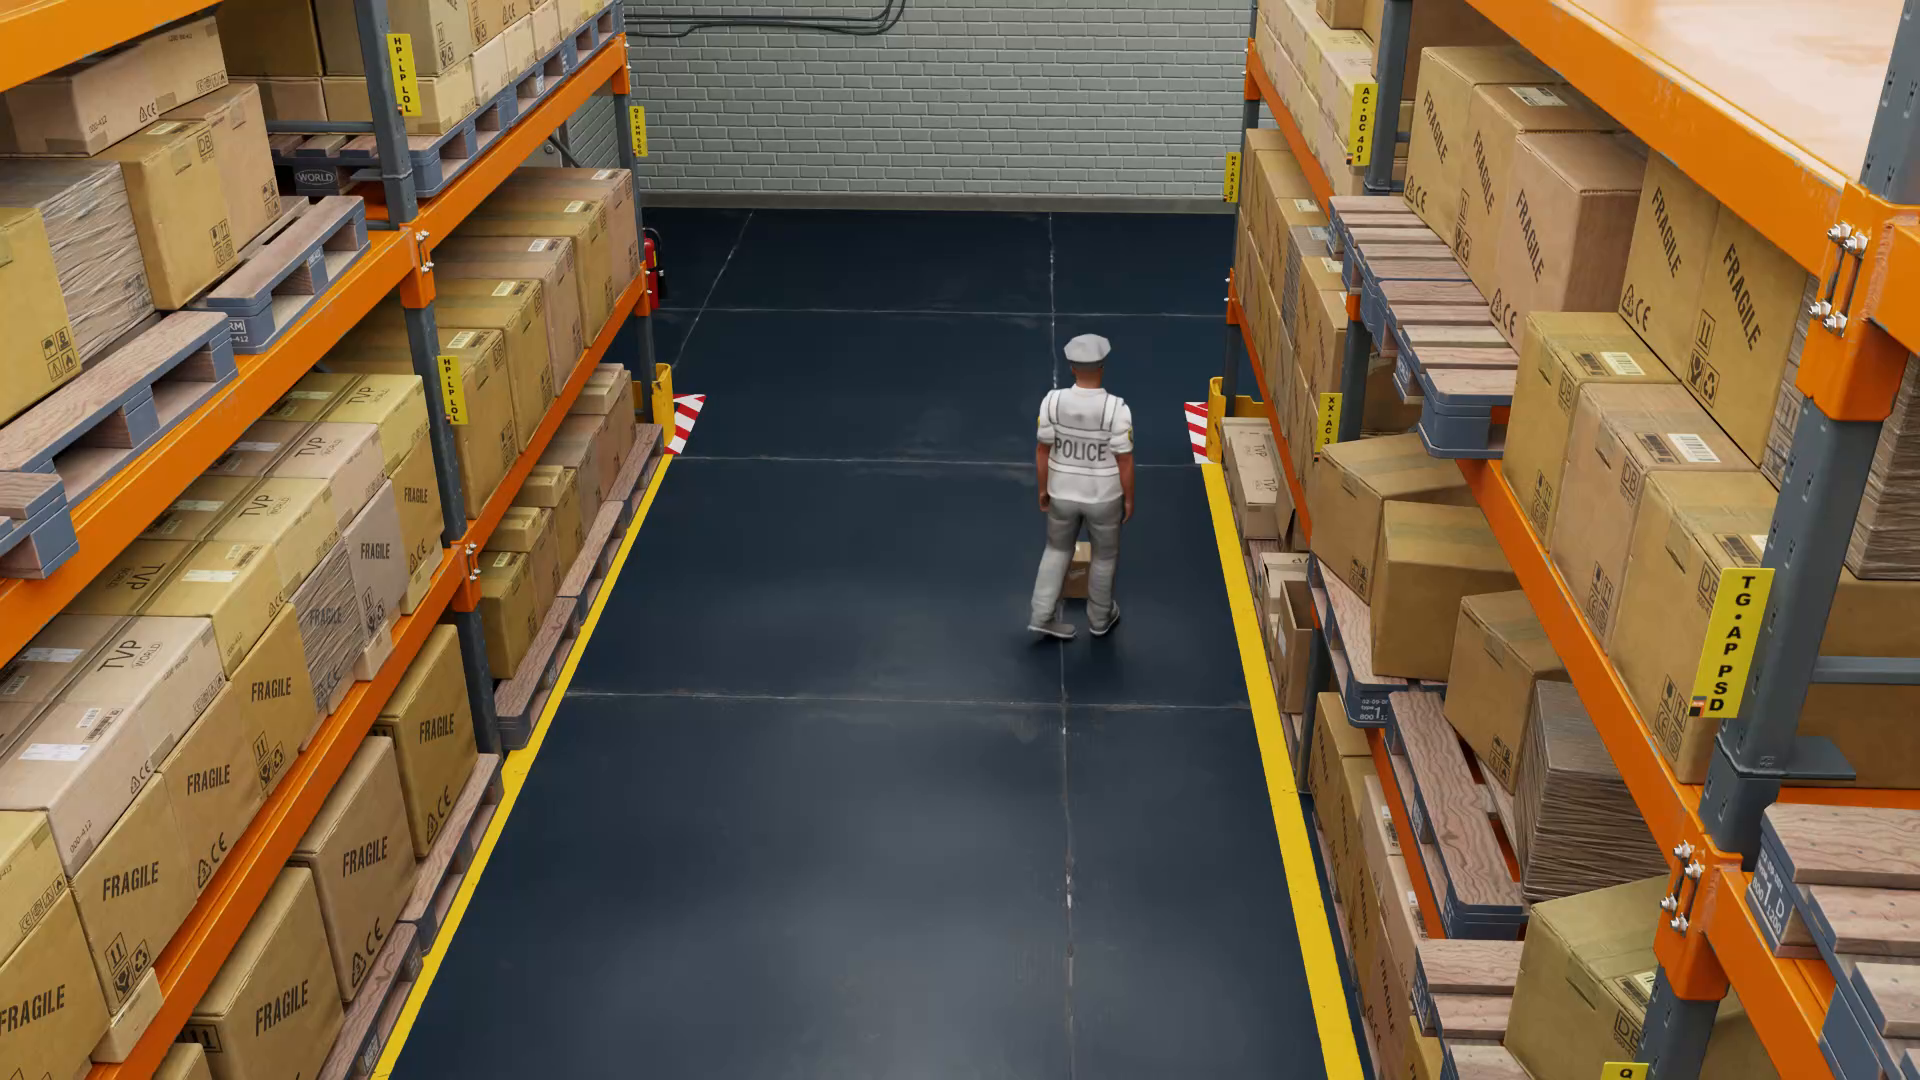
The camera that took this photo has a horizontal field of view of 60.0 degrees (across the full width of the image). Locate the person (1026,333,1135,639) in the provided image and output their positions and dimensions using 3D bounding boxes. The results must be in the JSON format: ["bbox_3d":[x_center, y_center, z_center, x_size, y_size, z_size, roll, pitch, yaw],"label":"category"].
[{"bbox_3d":[0.690,-0.261,9.095,0.547,1.777,0.544,10,29,18],"label":"person"}]
